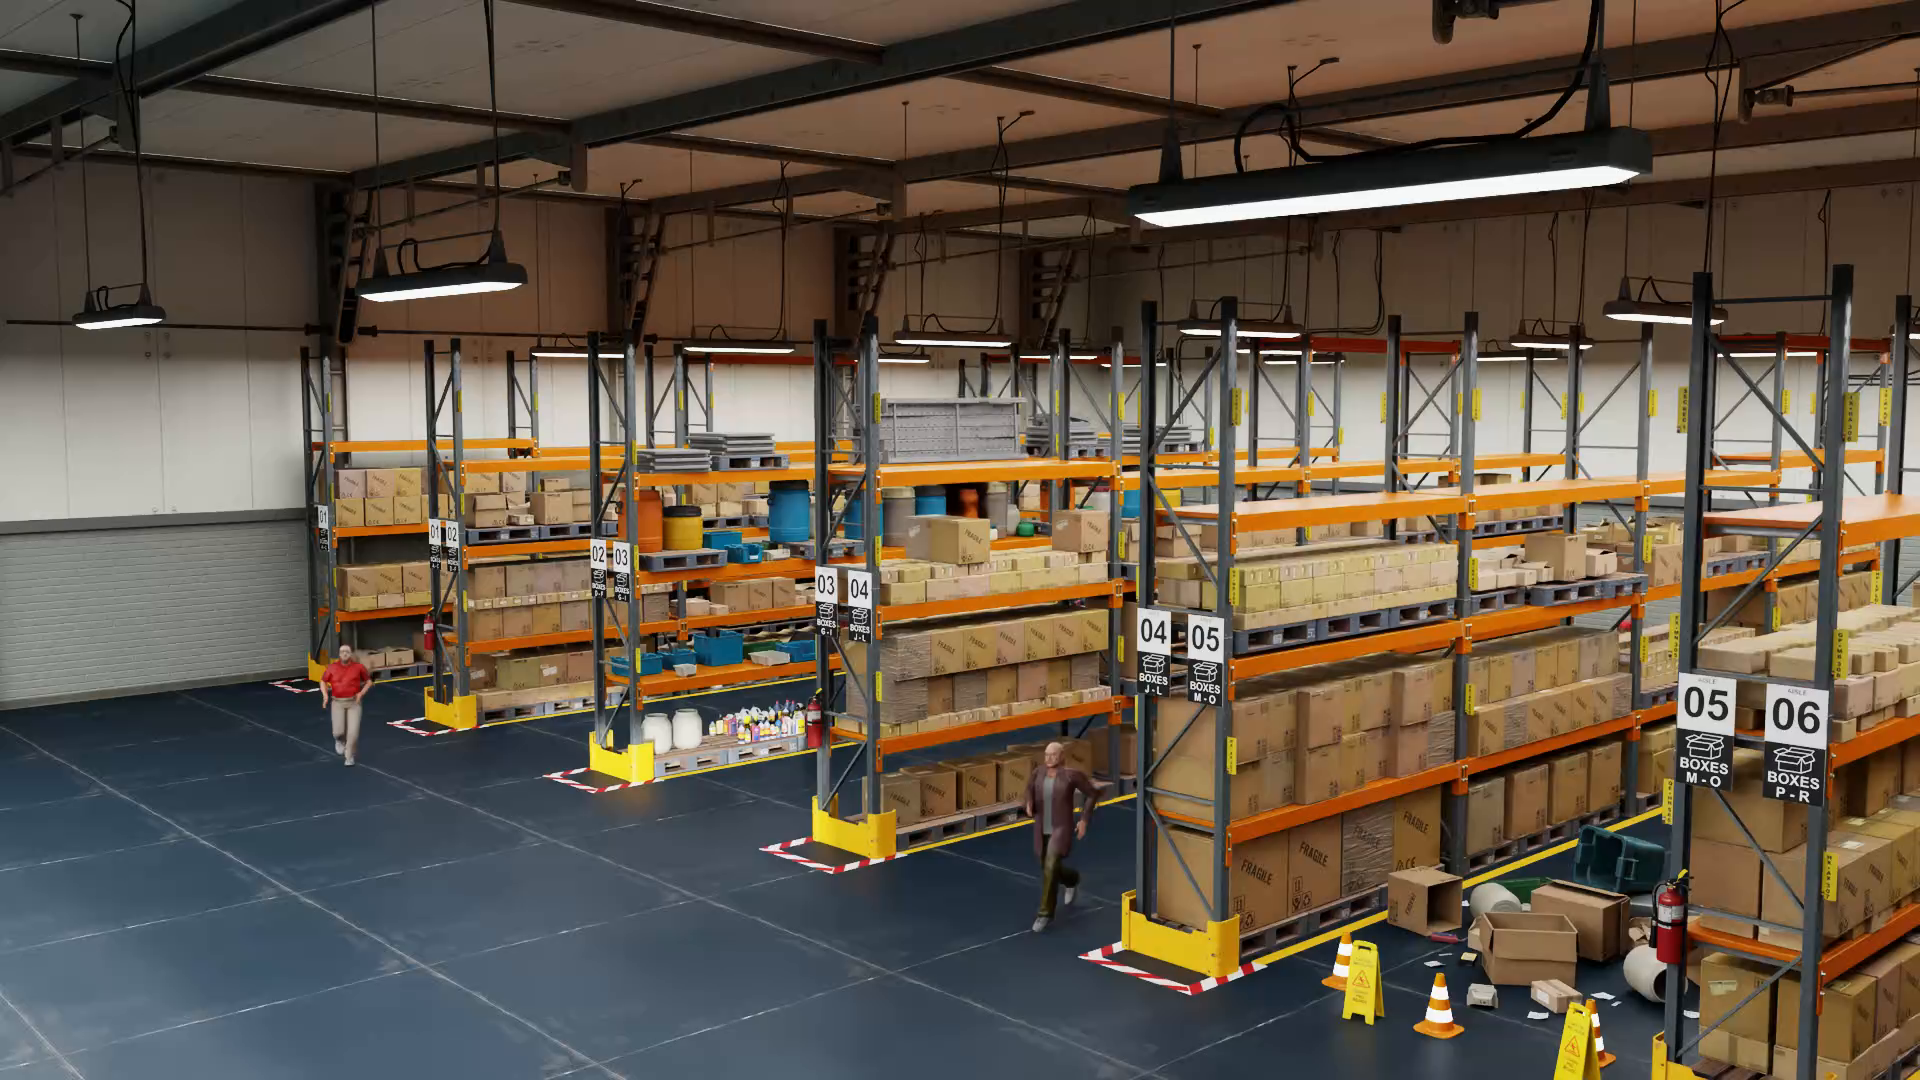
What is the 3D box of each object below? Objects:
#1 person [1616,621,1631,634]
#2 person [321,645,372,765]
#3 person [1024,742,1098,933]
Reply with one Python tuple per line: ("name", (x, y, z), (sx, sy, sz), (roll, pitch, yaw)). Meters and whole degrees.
("person", (9.965, 2.102, 24.889), (0.803, 1.777, 0.647), (-4, 6, -35))
("person", (-8.546, 2.293, 23.180), (0.678, 1.676, 0.601), (-2, 5, -19))
("person", (0.947, 2.861, 16.328), (0.747, 1.789, 0.963), (4, 6, 36))
